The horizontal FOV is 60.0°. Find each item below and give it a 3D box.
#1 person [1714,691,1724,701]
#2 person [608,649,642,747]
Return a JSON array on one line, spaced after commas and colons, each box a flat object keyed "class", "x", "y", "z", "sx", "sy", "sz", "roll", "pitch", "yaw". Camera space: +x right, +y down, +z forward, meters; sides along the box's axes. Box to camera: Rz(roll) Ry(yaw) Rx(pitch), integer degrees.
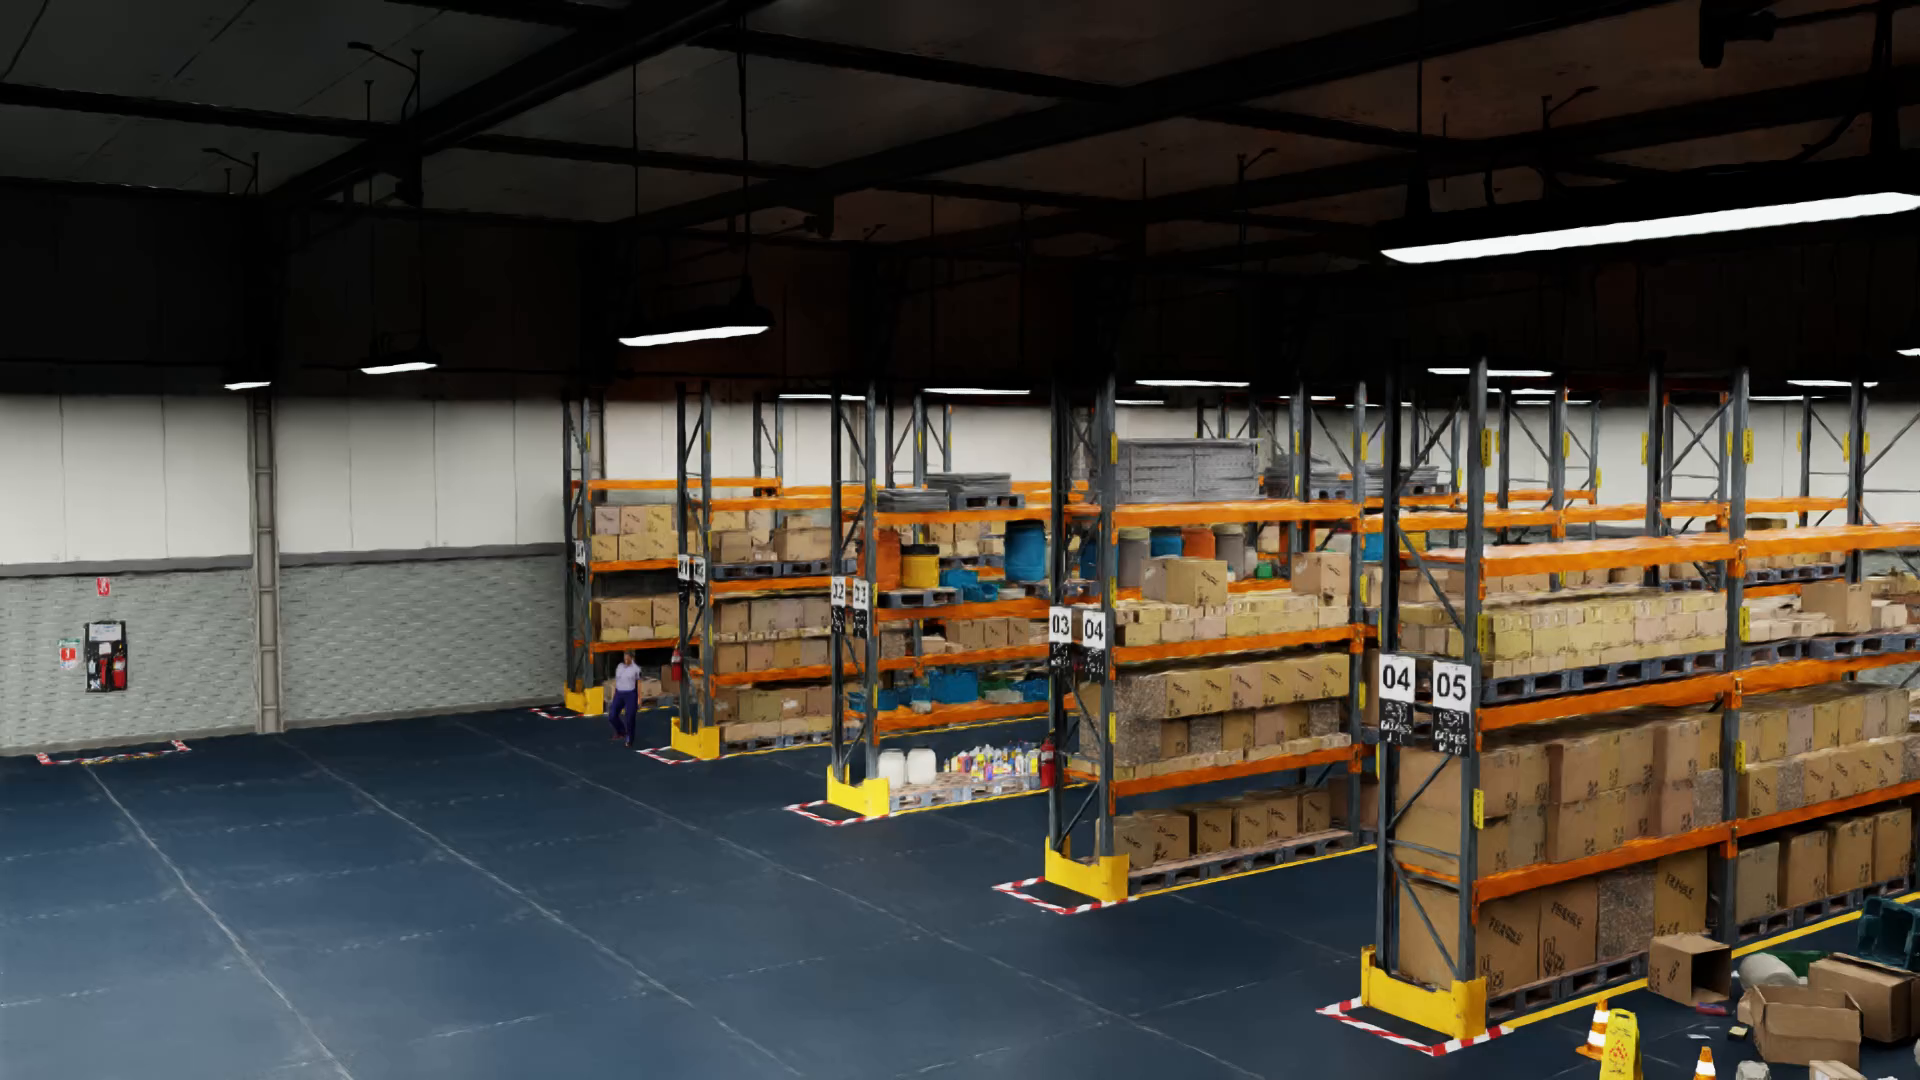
[{"class": "person", "x": 10.641, "y": 2.864, "z": 23.200, "sx": 0.399, "sy": 1.602, "sz": 0.469, "roll": 2, "pitch": 4, "yaw": 24}, {"class": "person", "x": -5.534, "y": 2.601, "z": 27.496, "sx": 0.673, "sy": 1.617, "sz": 0.511, "roll": 1, "pitch": 4, "yaw": 17}]
